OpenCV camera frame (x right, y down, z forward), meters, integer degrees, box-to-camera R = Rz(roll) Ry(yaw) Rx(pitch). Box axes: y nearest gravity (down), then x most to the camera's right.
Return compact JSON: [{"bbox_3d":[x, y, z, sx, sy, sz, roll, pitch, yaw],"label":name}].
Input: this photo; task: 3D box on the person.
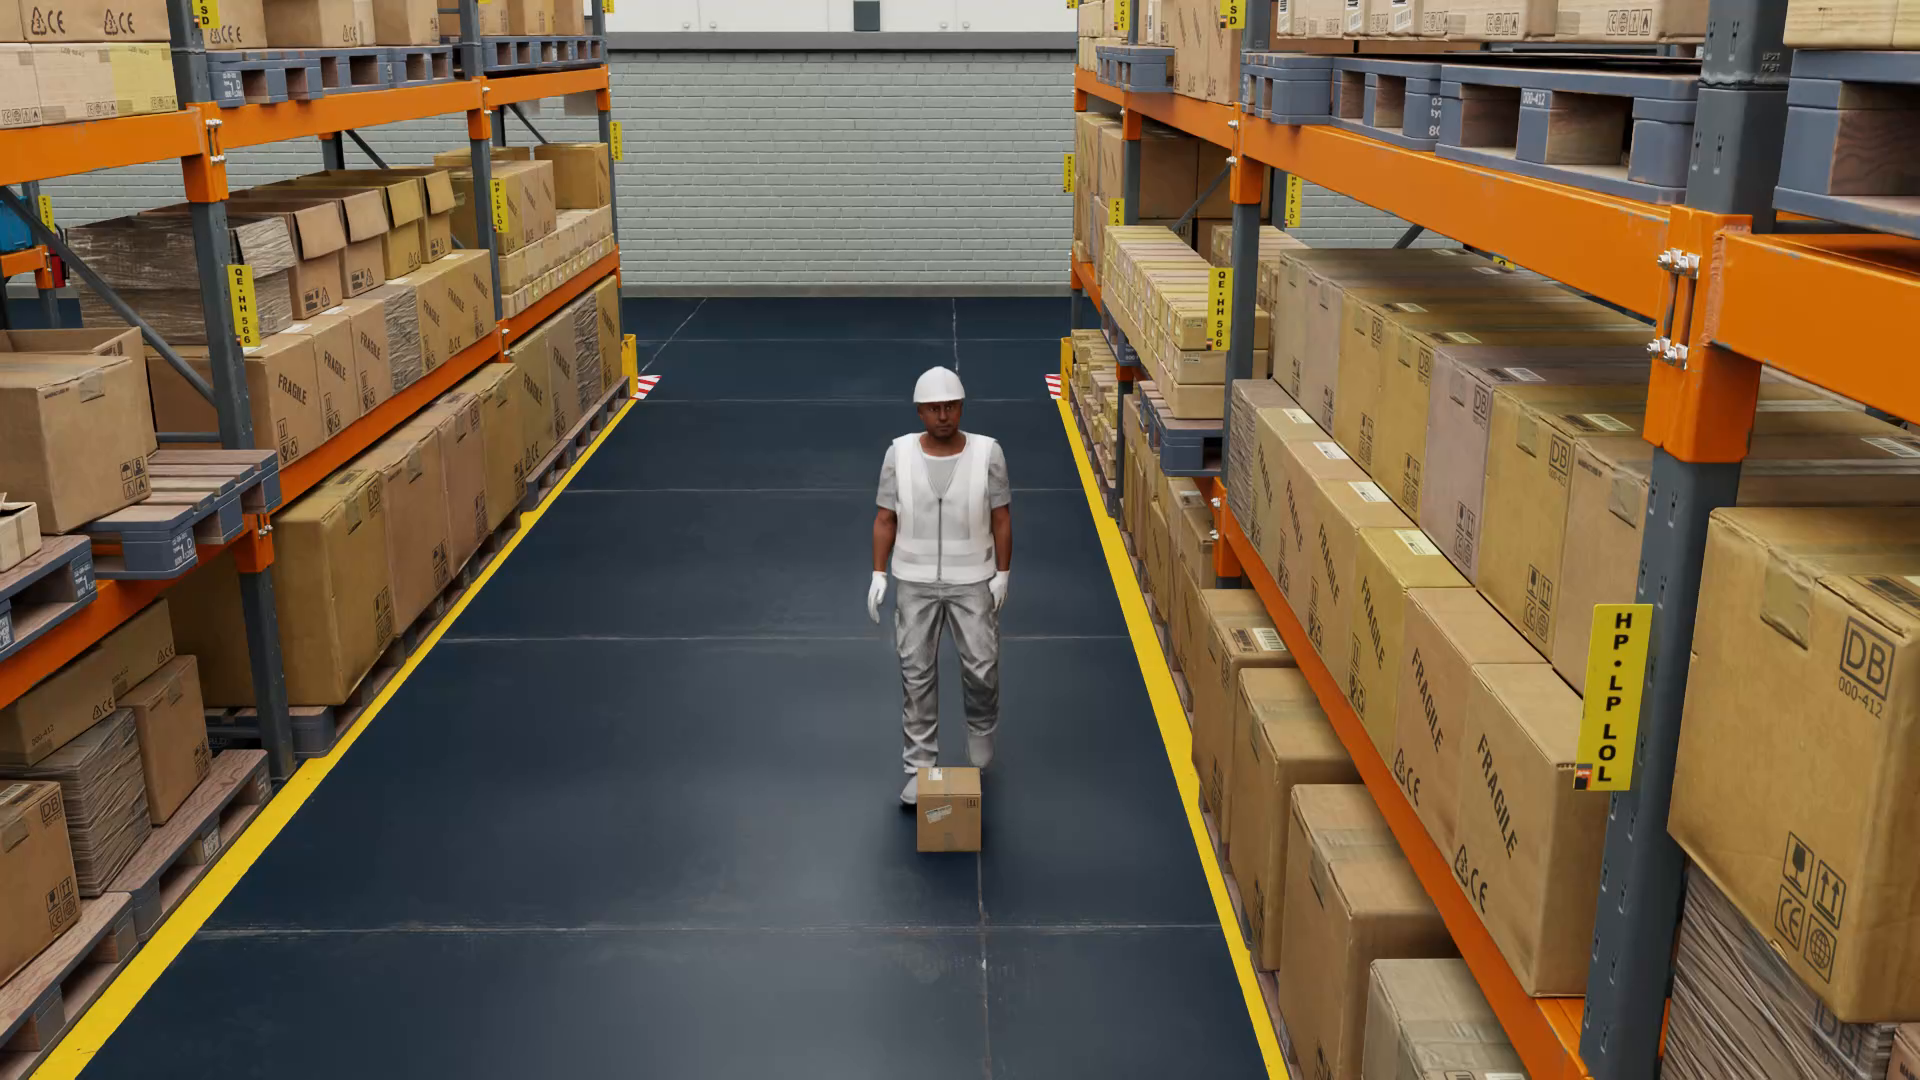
[{"bbox_3d":[-0.085,0.182,6.850,0.576,1.781,0.615,1,17,4],"label":"person"}]
